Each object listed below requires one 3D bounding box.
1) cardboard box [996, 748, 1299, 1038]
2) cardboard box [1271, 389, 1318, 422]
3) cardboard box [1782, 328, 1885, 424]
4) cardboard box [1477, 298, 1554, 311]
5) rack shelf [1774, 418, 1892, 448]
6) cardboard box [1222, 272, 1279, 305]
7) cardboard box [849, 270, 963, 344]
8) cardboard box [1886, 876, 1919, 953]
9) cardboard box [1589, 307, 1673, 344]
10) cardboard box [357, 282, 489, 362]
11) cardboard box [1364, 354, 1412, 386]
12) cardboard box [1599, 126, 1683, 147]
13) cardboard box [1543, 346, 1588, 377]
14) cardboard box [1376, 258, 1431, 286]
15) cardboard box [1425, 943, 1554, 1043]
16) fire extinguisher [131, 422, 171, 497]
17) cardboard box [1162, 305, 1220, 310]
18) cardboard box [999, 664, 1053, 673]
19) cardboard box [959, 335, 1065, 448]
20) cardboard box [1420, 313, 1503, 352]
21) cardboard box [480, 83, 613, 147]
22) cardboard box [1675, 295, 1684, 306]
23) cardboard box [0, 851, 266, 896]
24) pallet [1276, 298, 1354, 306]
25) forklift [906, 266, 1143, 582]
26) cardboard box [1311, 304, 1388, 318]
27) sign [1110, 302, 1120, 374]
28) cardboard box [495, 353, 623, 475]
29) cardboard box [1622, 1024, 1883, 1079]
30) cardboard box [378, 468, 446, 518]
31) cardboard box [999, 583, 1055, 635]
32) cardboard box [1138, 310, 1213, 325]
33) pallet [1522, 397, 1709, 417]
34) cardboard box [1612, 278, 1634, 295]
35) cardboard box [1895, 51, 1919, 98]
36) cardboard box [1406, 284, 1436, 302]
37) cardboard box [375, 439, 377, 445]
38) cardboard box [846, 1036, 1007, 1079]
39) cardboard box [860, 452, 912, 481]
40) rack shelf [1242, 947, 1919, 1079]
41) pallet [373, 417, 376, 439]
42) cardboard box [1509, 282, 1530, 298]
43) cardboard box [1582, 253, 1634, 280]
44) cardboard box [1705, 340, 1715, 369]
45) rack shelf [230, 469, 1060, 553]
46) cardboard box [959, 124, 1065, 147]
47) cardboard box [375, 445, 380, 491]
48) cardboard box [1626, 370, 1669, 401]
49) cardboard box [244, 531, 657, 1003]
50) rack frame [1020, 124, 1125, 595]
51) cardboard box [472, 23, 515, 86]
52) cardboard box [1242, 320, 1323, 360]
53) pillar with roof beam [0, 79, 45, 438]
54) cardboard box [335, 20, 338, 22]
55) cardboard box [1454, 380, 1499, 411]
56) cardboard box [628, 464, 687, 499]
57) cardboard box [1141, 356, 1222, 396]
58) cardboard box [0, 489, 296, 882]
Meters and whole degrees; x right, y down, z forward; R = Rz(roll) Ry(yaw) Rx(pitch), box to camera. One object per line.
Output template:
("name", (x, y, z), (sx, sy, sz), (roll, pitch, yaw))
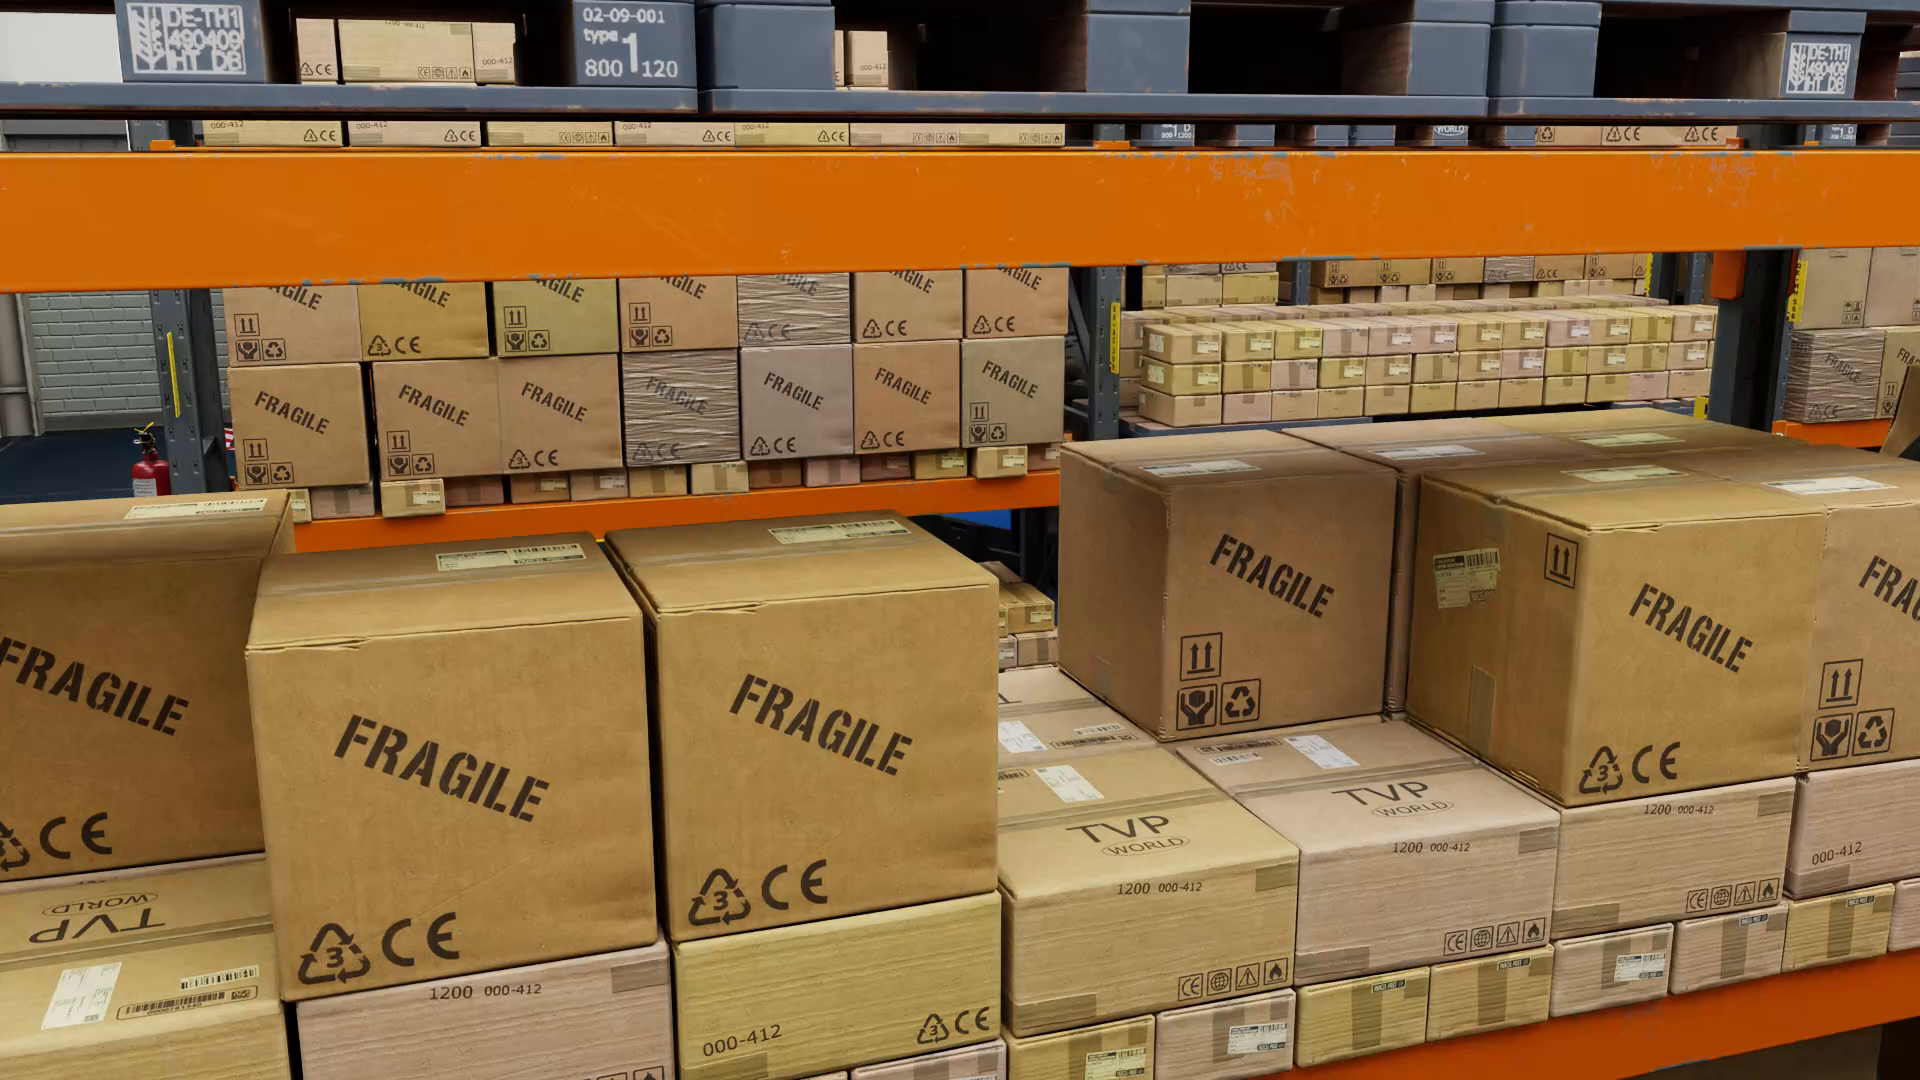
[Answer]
("cardboard box", (0.237, 0.587, 2.876), (0.500, 0.250, 0.500), (-5, 14, -19))
("cardboard box", (1.559, -0.690, 8.196), (0.250, 0.149, 0.380), (-4, 14, -18))
("cardboard box", (4.843, -0.958, 9.472), (0.500, 0.500, 0.500), (-4, 14, -17))
("cardboard box", (3.092, -1.258, 9.301), (0.250, 0.149, 0.380), (-5, 14, -20))
("rack shelf", (6.226, -0.733, 10.297), (4.000, 0.370, 1.077), (-4, 14, -18))
("cardboard box", (2.278, -2.092, 13.701), (0.500, 0.250, 0.500), (-5, 14, -18))
("cardboard box", (-0.308, -1.187, 7.630), (0.500, 0.500, 0.500), (-5, 14, -20))
("cardboard box", (1.841, 0.672, 3.380), (0.250, 0.149, 0.380), (-4, 14, -18))
("cardboard box", (3.526, -1.133, 8.773), (0.250, 0.149, 0.380), (-4, 14, -16))
("cardboard box", (-2.265, -1.038, 7.006), (0.500, 0.500, 0.500), (-4, 14, -16))
("cardboard box", (2.051, -0.874, 8.326), (0.250, 0.149, 0.380), (-4, 14, -16))
("cardboard box", (3.401, -2.306, 8.656), (0.500, 0.500, 0.500), (-4, 14, -18))
("cardboard box", (3.033, -0.950, 8.646), (0.250, 0.149, 0.380), (-5, 14, -18))
("cardboard box", (3.648, -2.434, 14.126), (0.500, 0.500, 0.500), (-4, 14, -15))
("cardboard box", (0.866, 0.748, 3.060), (0.250, 0.149, 0.380), (-4, 14, -17))
("fire extinguisher", (-3.637, -0.209, 7.511), (0.183, 0.674, 0.296), (-4, 14, -18))
("cardboard box", (1.781, -1.805, 13.574), (0.500, 0.250, 0.500), (-4, 14, -17))
("cardboard box", (0.277, 0.646, 8.198), (0.250, 0.149, 0.380), (-4, 14, -17))
("cardboard box", (0.172, -0.736, 7.896), (0.500, 0.500, 0.500), (-4, 14, -18))
("cardboard box", (2.539, -1.056, 8.451), (0.250, 0.149, 0.380), (-4, 14, -16))
("cardboard box", (-1.760, -1.787, 7.016), (0.500, 0.250, 0.500), (-5, 14, -20))
("cardboard box", (6.655, -2.277, 15.777), (0.250, 0.149, 0.380), (-5, 14, -19))
("cardboard box", (-1.390, 0.585, 2.884), (0.500, 0.250, 0.500), (-5, 14, -19))
("pallet", (3.298, -1.996, 14.468), (1.003, 0.211, 1.213), (-4, 14, -18))
("forklift", (1.019, -1.205, 10.875), (3.031, 2.935, 1.130), (12, 18, 42))
("cardboard box", (2.094, -1.180, 8.972), (0.250, 0.149, 0.380), (-5, 14, -21))
("sign", (0.720, -0.943, 7.754), (0.005, 0.325, 0.100), (-4, 14, -18))
("cardboard box", (-1.770, -0.589, 7.280), (0.500, 0.500, 0.500), (-4, 14, -17))
("cardboard box", (1.375, 1.316, 3.814), (0.875, 0.875, 0.875), (-4, 14, -18))
("cardboard box", (-2.340, -0.211, 7.090), (0.250, 0.149, 0.380), (-5, 14, -20))
("cardboard box", (0.286, 0.336, 8.214), (0.250, 0.149, 0.380), (-4, 14, -16))
("cardboard box", (1.112, -1.104, 8.653), (0.250, 0.149, 0.380), (-5, 14, -20))
("pallet", (3.689, -0.766, 9.296), (1.003, 0.211, 1.213), (-4, 14, -18))
("cardboard box", (5.792, -2.277, 14.868), (0.250, 0.149, 0.380), (-5, 14, -20))
("cardboard box", (5.087, -2.609, 9.218), (0.500, 0.311, 0.500), (-4, 14, -18))
("cardboard box", (3.844, -2.118, 14.202), (0.250, 0.149, 0.380), (-4, 14, -18))
("cardboard box", (-4.332, -0.452, 12.189), (0.875, 0.438, 0.875), (-5, 14, -20))
("cardboard box", (-0.106, 0.823, 2.743), (0.250, 0.149, 0.380), (-5, 14, -19))
("cardboard box", (-0.404, -0.392, 7.852), (0.250, 0.149, 0.380), (-5, 14, -20))
("rack shelf", (0.130, 0.953, 3.210), (4.000, 0.370, 1.077), (-4, 14, -18))
("pallet", (-5.685, -1.219, 16.814), (1.213, 0.211, 1.003), (-4, 14, -18))
("cardboard box", (4.794, -2.223, 14.643), (0.250, 0.149, 0.380), (-5, 14, -20))
("cardboard box", (5.613, -2.585, 14.763), (0.500, 0.500, 0.500), (-4, 14, -18))
("cardboard box", (4.008, -1.026, 8.966), (0.250, 0.149, 0.380), (-4, 14, -17))
("rack shelf", (-1.356, -0.143, 7.815), (4.000, 0.370, 1.077), (-4, 14, -18))
("cardboard box", (0.161, -1.931, 7.621), (0.500, 0.250, 0.500), (-4, 14, -17))
("cardboard box", (-2.552, -0.341, 7.636), (0.250, 0.149, 0.380), (-5, 14, -19))
("cardboard box", (3.530, -0.843, 8.841), (0.250, 0.149, 0.380), (-4, 14, -17))
("cardboard box", (-0.750, 0.301, 2.458), (0.500, 0.500, 0.500), (-5, 14, -19))
("rack frame", (0.540, -0.640, 8.352), (0.127, 3.000, 1.000), (-4, 14, -18))
("cardboard box", (-1.775, -2.023, 6.929), (0.500, 0.250, 0.500), (-4, 14, -17))
("cardboard box", (1.566, -0.980, 8.131), (0.250, 0.149, 0.380), (-4, 14, -18))
("pillar with roof beam", (-7.982, -4.485, 11.550), (0.400, 9.000, 9.100), (-4, 14, -18))
("cardboard box", (-2.624, -2.157, 6.630), (0.250, 0.149, 0.380), (-4, 14, -16))
("cardboard box", (2.536, -0.766, 8.516), (0.250, 0.149, 0.380), (-5, 14, -21))
("cardboard box", (-1.377, -0.301, 7.469), (0.250, 0.149, 0.380), (-4, 14, -16))
("cardboard box", (1.060, -0.795, 7.996), (0.250, 0.149, 0.380), (-4, 14, -17))
("cardboard box", (-1.387, 0.220, 2.796), (0.500, 0.500, 0.500), (-4, 14, -17))
